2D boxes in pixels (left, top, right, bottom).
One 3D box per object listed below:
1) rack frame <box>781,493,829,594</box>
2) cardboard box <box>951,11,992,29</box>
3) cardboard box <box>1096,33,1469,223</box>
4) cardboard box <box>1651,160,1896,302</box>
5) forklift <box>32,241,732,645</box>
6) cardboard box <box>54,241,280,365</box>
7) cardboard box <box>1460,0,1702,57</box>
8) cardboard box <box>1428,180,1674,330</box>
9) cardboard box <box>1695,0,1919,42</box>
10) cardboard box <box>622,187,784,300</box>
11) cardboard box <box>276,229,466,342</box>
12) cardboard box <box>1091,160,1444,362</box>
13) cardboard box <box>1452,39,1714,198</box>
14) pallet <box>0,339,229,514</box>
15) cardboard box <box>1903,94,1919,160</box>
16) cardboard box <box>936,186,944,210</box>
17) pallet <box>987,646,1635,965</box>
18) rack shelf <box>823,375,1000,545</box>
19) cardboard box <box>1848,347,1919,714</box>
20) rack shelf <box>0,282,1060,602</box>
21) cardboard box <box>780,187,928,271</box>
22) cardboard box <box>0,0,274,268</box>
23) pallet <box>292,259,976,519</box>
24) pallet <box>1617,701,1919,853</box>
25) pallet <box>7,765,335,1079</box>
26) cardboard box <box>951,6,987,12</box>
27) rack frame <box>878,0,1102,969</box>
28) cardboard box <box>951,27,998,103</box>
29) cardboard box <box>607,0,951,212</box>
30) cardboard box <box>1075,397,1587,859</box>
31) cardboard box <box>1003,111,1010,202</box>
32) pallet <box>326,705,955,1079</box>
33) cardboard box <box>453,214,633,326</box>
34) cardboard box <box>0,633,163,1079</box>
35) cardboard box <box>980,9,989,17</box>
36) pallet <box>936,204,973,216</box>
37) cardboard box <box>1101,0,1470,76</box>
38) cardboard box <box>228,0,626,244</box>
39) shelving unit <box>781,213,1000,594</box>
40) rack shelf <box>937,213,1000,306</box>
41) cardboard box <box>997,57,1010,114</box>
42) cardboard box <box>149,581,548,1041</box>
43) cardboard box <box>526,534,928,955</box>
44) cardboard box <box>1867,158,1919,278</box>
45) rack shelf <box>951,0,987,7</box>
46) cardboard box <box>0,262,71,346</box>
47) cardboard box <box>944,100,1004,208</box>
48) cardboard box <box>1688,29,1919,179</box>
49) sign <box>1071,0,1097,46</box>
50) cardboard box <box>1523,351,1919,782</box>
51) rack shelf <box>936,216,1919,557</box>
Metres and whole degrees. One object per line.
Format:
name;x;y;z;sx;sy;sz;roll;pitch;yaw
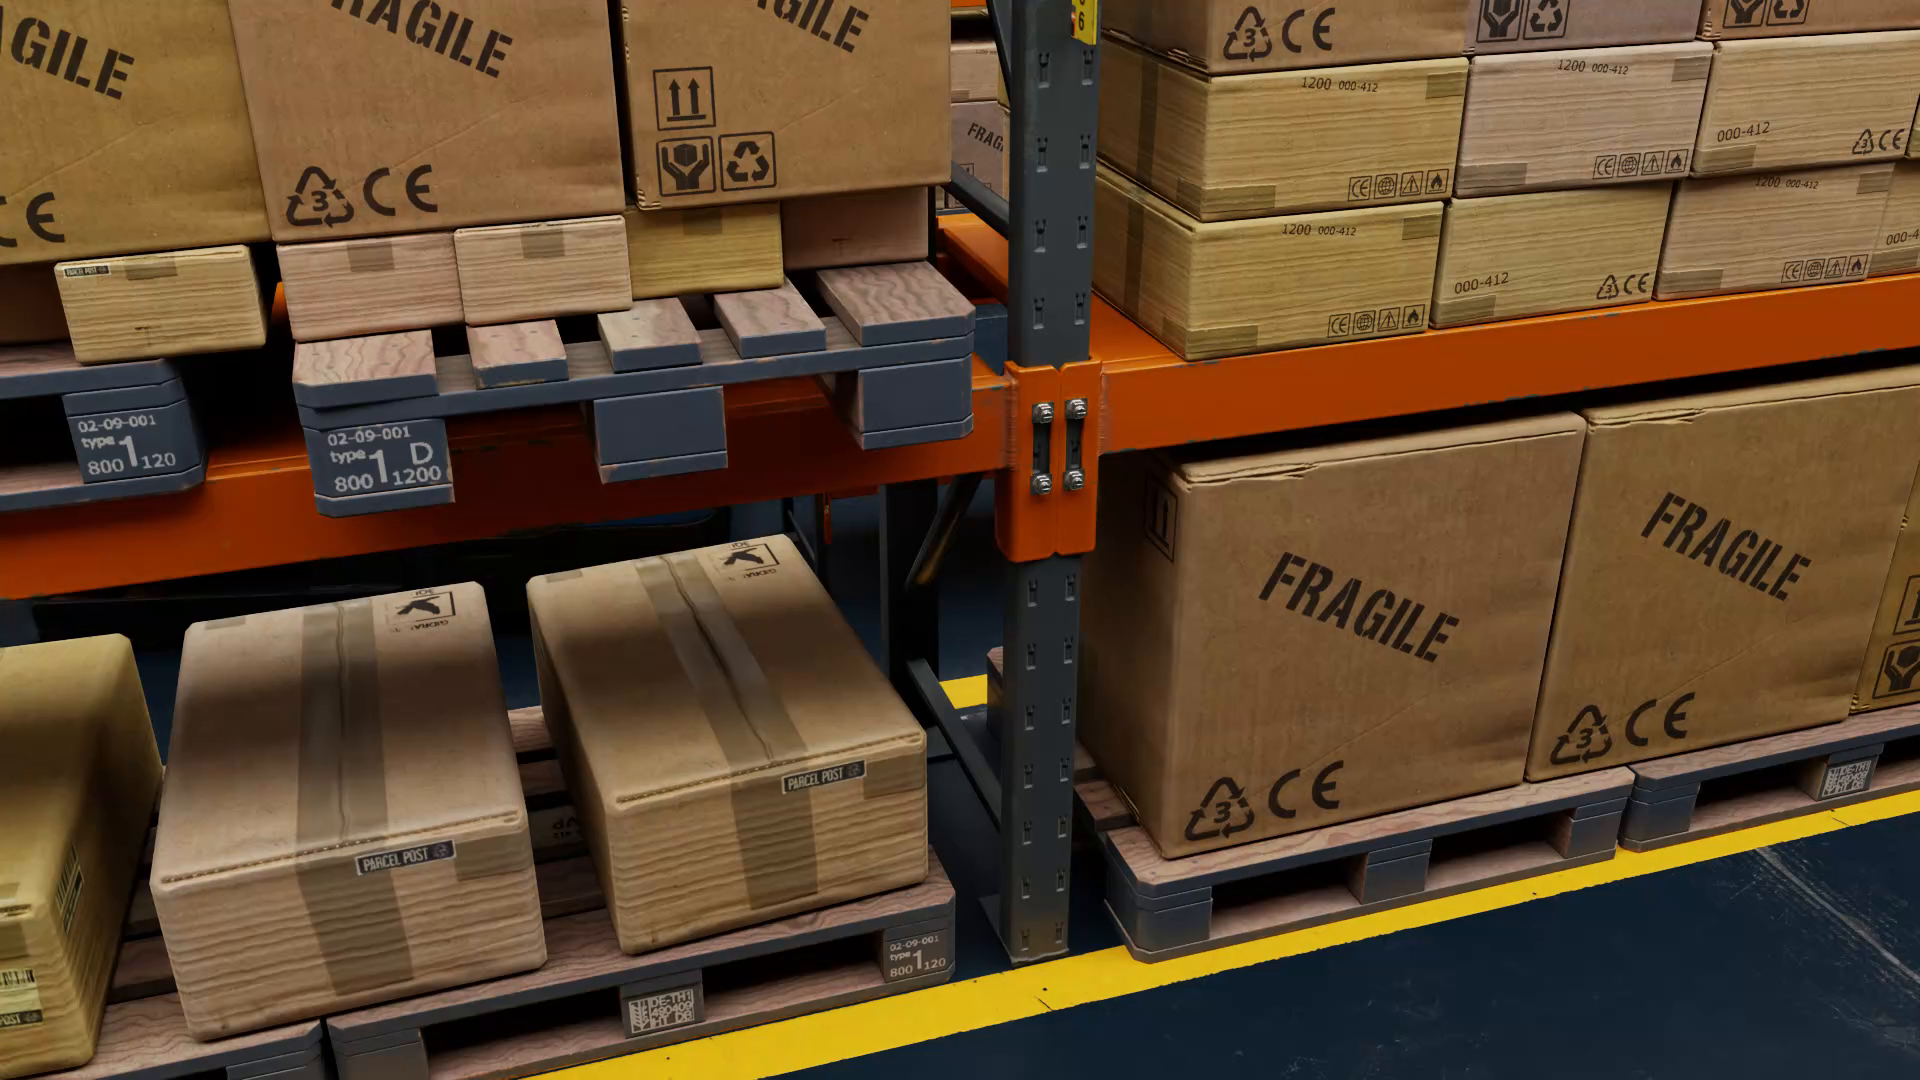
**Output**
rack frame;-0.477;-0.435;4.861;0.032;1.125;0.500;-8;28;-16
cardboard box;-0.080;-2.499;8.406;0.500;0.250;0.500;-8;27;-15
cardboard box;0.573;-0.795;3.085;0.500;0.250;0.500;-8;28;-16
cardboard box;1.541;-0.715;3.485;0.500;0.250;0.500;-7;27;-14
forklift;-2.229;-1.256;4.484;3.031;2.935;1.130;-2;26;-4
cardboard box;-1.182;-0.408;2.508;0.250;0.149;0.380;-8;27;-15
cardboard box;1.028;-1.202;3.062;0.500;0.500;0.500;-8;28;-16
cardboard box;1.041;-0.645;3.344;0.500;0.250;0.500;-9;28;-18
cardboard box;1.525;-1.267;3.192;0.500;0.500;0.500;-7;27;-15
cardboard box;-0.457;-0.536;2.767;0.250;0.149;0.380;-8;27;-15
cardboard box;-0.924;-0.451;2.596;0.250;0.149;0.380;-10;28;-19
cardboard box;0.558;-0.567;3.187;0.500;0.250;0.500;-9;28;-17
cardboard box;1.065;-0.866;3.227;0.500;0.250;0.500;-8;27;-15
pallet;-1.855;-0.297;2.691;1.213;0.211;1.003;-8;28;-16
cardboard box;2.029;-0.993;3.484;0.500;0.250;0.500;-8;27;-15
cardboard box;-0.386;-1.881;8.004;0.500;0.500;0.500;-8;27;-15
pallet;0.788;0.499;4.007;1.213;0.211;1.003;-8;28;-16
rack shelf;0.006;-0.286;5.110;1.000;0.278;0.538;-8;28;-16
cardboard box;2.397;-0.213;4.224;0.875;0.875;0.875;-7;27;-15
rack shelf;-1.887;-0.075;2.837;4.000;0.370;1.077;-8;28;-16
cardboard box;-0.224;-0.604;2.903;0.250;0.149;0.380;-7;27;-14
cardboard box;-1.299;-0.713;2.394;0.500;0.500;0.500;-10;28;-20
pallet;-0.630;-0.444;2.986;1.003;0.211;1.213;-8;28;-16
pallet;1.946;0.333;4.342;1.213;0.211;1.003;-8;28;-16
pallet;-1.887;0.849;3.302;1.213;0.211;1.003;-8;28;-16
cardboard box;0.147;-4.554;12.966;0.875;0.875;1.225;-8;28;-16
rack frame;0.015;-0.673;3.232;0.127;3.000;1.000;-8;28;-16
cardboard box;0.073;-2.281;7.968;0.500;0.250;0.500;-8;28;-16
cardboard box;-0.331;-0.859;2.688;0.500;0.500;0.500;-9;28;-18
cardboard box;0.697;0.031;3.732;0.875;0.875;0.875;-8;28;-17
cardboard box;0.415;-0.785;3.627;0.500;0.250;0.500;-9;28;-18
pallet;-0.729;0.683;3.637;1.213;0.211;1.003;-8;28;-16
cardboard box;-0.682;-0.483;2.659;0.250;0.149;0.380;-8;28;-17
cardboard box;-1.948;0.597;3.158;0.625;0.372;0.950;-7;27;-14
cardboard box;0.413;-2.574;8.558;0.500;0.250;0.500;-7;27;-14
pallet;0.287;-1.776;8.591;1.213;0.211;1.003;-8;28;-16
cardboard box;0.559;-1.130;2.916;0.500;0.500;0.500;-9;28;-18
cardboard box;-0.820;-0.783;2.535;0.500;0.500;0.500;-9;28;-17
shelving unit;0.006;-0.505;5.002;1.048;1.125;0.538;-8;28;-16
rack shelf;0.006;-0.767;4.872;1.000;0.278;0.538;-8;28;-16
cardboard box;0.397;-1.004;3.505;0.500;0.250;0.500;-8;28;-16
cardboard box;-1.225;0.495;3.363;0.625;0.372;0.950;-9;28;-17
cardboard box;-0.526;0.390;3.575;0.625;0.372;0.950;-10;28;-20
cardboard box;2.009;-0.784;3.625;0.500;0.250;0.500;-8;28;-16
rack shelf;0.287;-2.705;8.135;4.000;0.370;1.077;-8;28;-16
cardboard box;-1.460;-0.426;2.546;0.250;0.149;0.380;-8;28;-16
cardboard box;0.101;-1.953;8.150;0.500;0.500;0.500;-9;28;-17
cardboard box;1.542;-0.929;3.355;0.500;0.250;0.500;-8;28;-16
sign;0.192;-0.928;2.533;0.005;0.325;0.100;-8;28;-16
cardboard box;1.547;-0.090;3.976;0.875;0.875;0.875;-8;27;-15
rack shelf;1.916;-0.626;3.947;4.000;0.370;1.077;-8;28;-16
